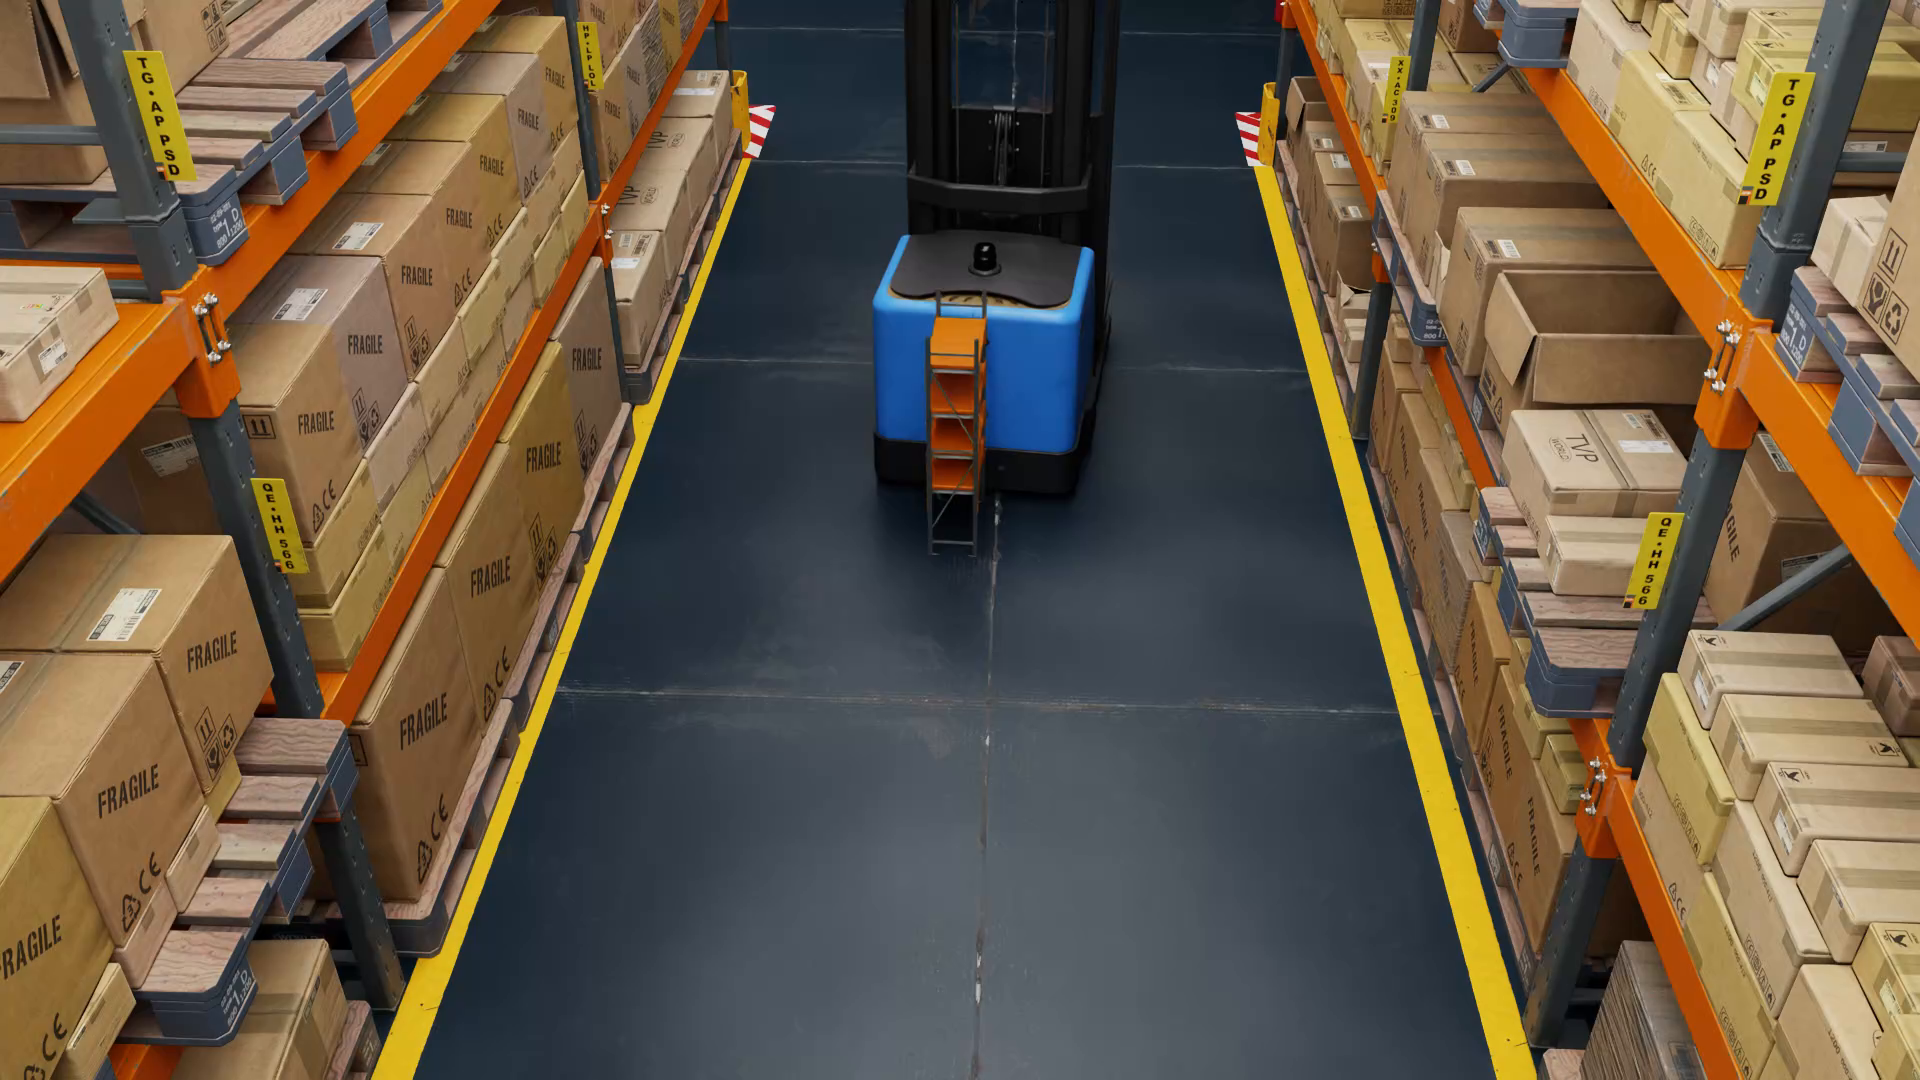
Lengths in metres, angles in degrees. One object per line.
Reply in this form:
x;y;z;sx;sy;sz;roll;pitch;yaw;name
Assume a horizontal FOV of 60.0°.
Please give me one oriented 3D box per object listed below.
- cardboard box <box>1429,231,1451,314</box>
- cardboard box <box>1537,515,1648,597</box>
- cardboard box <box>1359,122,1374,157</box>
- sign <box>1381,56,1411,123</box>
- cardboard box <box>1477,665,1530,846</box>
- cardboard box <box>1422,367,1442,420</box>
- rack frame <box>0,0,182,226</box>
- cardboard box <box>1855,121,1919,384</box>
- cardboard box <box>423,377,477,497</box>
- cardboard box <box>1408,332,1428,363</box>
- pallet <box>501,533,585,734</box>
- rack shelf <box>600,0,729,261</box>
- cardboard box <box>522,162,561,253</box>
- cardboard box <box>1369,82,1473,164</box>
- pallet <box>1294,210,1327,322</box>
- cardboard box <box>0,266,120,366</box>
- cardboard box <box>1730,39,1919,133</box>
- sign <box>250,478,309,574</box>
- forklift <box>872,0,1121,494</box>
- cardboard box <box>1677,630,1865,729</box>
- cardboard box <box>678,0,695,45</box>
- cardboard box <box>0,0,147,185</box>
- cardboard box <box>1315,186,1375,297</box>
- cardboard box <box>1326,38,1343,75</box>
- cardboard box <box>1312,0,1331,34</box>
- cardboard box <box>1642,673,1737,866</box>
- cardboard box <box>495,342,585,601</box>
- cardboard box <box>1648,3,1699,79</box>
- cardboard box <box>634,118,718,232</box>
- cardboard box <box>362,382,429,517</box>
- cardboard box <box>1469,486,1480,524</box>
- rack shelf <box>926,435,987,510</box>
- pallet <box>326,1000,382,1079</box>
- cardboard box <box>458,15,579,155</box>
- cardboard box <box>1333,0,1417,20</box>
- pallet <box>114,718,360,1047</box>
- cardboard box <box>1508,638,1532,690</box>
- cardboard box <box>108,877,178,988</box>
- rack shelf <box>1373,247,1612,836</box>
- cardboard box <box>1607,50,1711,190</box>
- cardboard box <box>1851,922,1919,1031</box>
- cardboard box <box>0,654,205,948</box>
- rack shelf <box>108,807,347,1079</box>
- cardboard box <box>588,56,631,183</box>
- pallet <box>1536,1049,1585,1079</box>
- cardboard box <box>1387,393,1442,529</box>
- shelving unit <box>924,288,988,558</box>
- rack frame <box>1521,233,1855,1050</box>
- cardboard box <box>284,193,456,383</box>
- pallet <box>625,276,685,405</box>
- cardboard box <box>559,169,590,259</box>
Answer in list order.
2.192;-1.117;6.982;0.396;0.266;0.258;3;35;4;cardboard box
2.113;0.054;5.418;0.380;0.149;0.250;2;35;3;cardboard box
2.366;-2.175;8.955;0.380;0.149;0.250;2;35;3;cardboard box
2.088;-2.151;7.950;0.100;0.325;0.005;1;35;2;sign
2.303;0.825;6.276;0.500;0.500;0.500;1;35;1;cardboard box
2.418;-0.695;7.875;0.380;0.149;0.250;0;35;-1;cardboard box
-2.490;-2.058;3.352;1.000;3.000;0.127;1;35;2;rack frame
2.198;-0.561;3.292;0.500;0.500;0.500;2;35;2;cardboard box
-2.189;-0.414;6.361;0.500;0.250;0.500;2;35;3;cardboard box
2.388;-0.975;8.014;0.380;0.149;0.250;0;35;0;cardboard box
-2.331;0.387;7.516;1.003;0.211;1.213;1;35;2;pallet
-2.249;-2.756;10.189;1.077;0.370;4.000;1;35;2;rack shelf
-2.116;-1.498;7.469;0.500;0.250;0.500;2;35;3;cardboard box
2.408;-2.148;8.569;0.500;0.250;0.500;2;35;3;cardboard box
2.706;-1.745;10.550;1.003;0.211;1.213;1;35;2;pallet
-2.292;-0.542;4.022;0.380;0.149;0.250;1;35;2;cardboard box
2.188;-1.146;4.188;0.380;0.149;0.250;2;35;3;cardboard box
-1.947;-0.038;4.757;0.100;0.325;0.005;1;35;2;sign
0.300;-2.273;8.935;1.130;2.935;3.031;5;35;7;forklift
2.163;0.379;4.451;0.380;0.149;0.250;2;35;3;cardboard box
-1.969;-3.374;10.355;0.500;0.500;0.500;2;35;3;cardboard box
-2.625;-1.265;4.377;0.797;0.503;0.637;-1;35;-1;cardboard box
2.557;-1.800;10.012;0.700;0.500;0.500;0;35;0;cardboard box
2.413;-2.911;10.002;0.380;0.149;0.250;2;35;3;cardboard box
2.467;-3.312;10.226;0.500;0.250;0.500;1;35;1;cardboard box
2.183;0.615;4.462;0.500;0.250;0.500;1;35;2;cardboard box
-2.302;-0.327;7.589;0.875;0.875;0.875;2;35;3;cardboard box
2.276;-1.472;4.910;0.380;0.149;0.250;1;35;2;cardboard box
-2.123;-2.416;10.942;0.875;0.438;0.875;2;35;3;cardboard box
-2.201;-0.329;5.805;0.500;0.250;0.500;2;35;3;cardboard box
2.379;-0.096;7.023;0.380;0.149;0.250;1;35;2;cardboard box
-0.015;-0.334;8.144;0.258;0.148;0.480;3;35;4;rack shelf
-2.523;1.986;5.240;1.003;0.211;1.213;1;35;2;pallet
-2.096;-2.089;7.657;0.500;0.500;0.500;2;35;3;cardboard box
2.444;-3.338;9.611;0.500;0.500;0.500;2;35;3;cardboard box
-2.412;0.887;4.546;1.213;0.211;1.003;1;35;2;pallet
2.272;0.497;6.178;0.380;0.149;0.250;0;35;0;cardboard box
-2.190;0.967;4.118;0.380;0.149;0.250;0;35;0;cardboard box
2.550;-0.346;6.759;1.077;0.370;4.000;1;35;2;rack shelf
2.268;-1.246;4.936;0.500;0.250;0.500;1;35;2;cardboard box
2.191;0.976;3.601;0.380;0.149;0.250;2;35;2;cardboard box
-2.240;0.627;4.038;0.500;0.500;0.500;1;35;1;cardboard box
-2.570;1.840;3.649;1.077;0.370;4.000;1;35;2;rack shelf
-2.049;-2.206;8.693;0.500;0.500;0.500;2;35;3;cardboard box
2.398;2.122;5.047;1.003;0.211;1.213;1;35;2;pallet
2.375;-0.359;7.961;0.500;0.500;0.500;1;35;1;cardboard box
-0.015;-0.552;7.992;0.258;1.200;0.503;3;35;4;shelving unit
2.470;0.509;4.917;1.000;3.000;0.127;1;35;2;rack frame
-2.179;-0.913;5.984;0.500;0.500;0.500;2;35;3;cardboard box
-2.220;-1.196;9.768;1.003;0.211;1.213;1;35;2;pallet
-2.095;-1.577;8.015;0.500;0.250;0.500;1;35;1;cardboard box
